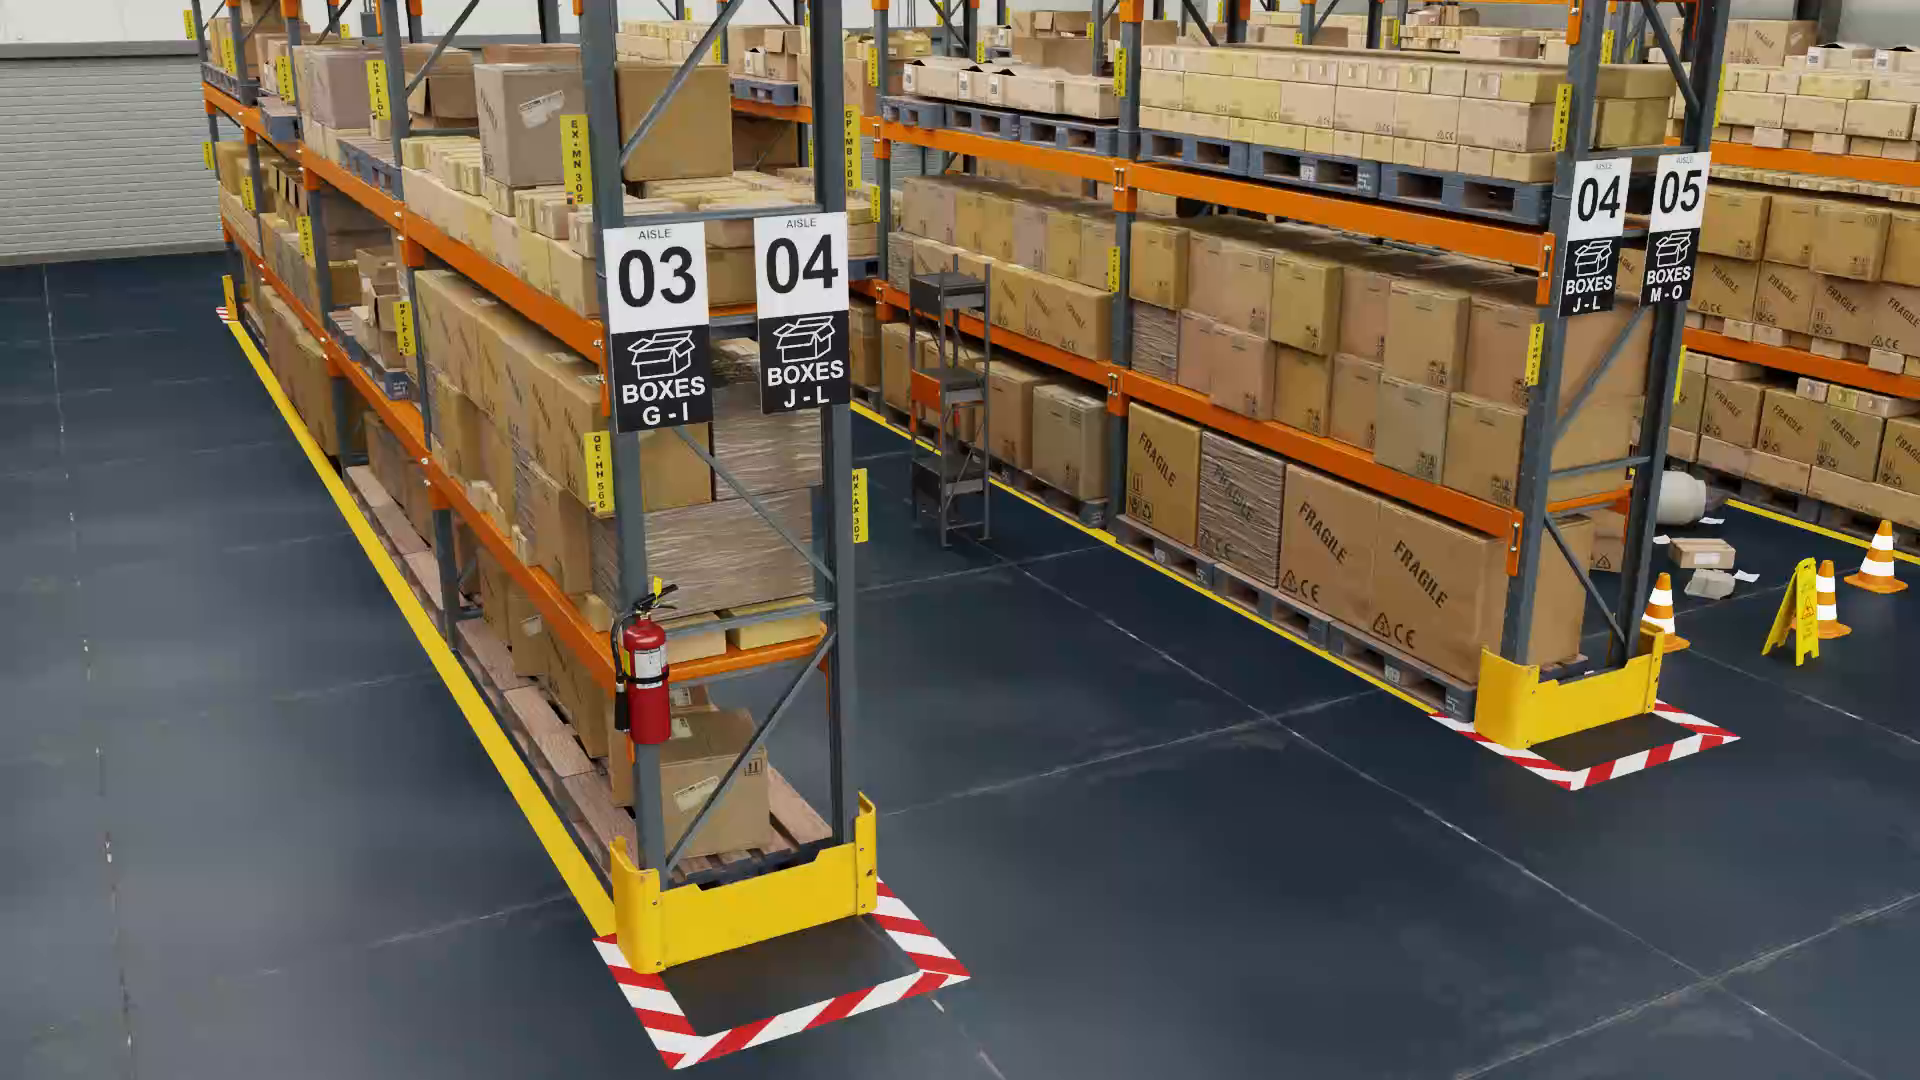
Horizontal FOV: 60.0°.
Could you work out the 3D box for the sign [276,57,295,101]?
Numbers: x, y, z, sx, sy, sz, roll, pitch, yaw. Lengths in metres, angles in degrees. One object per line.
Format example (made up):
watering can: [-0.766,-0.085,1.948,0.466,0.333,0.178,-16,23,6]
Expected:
sign: [-5.212,-3.563,12.847,0.100,0.325,0.005,-10,21,-27]

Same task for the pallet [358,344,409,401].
pallet: [-3.744,-1.295,12.079,1.003,0.211,1.213,-10,21,-27]

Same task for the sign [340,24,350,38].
sign: [-6.146,-4.993,16.630,0.100,0.325,0.005,-10,21,-27]

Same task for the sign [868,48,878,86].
sign: [-0.785,-4.265,15.003,0.100,0.325,0.005,-10,21,-27]

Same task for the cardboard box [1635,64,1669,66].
cardboard box: [5.764,-3.869,13.810,0.380,0.149,0.250,-10,22,-28]

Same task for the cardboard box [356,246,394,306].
cardboard box: [-4.428,-2.044,13.160,0.500,0.500,0.500,-13,23,-33]

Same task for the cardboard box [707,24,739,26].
cardboard box: [-2.849,-6.185,20.212,0.380,0.149,0.250,-11,22,-28]

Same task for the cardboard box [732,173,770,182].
cardboard box: [-2.286,-3.932,18.258,0.380,0.149,0.250,-9,21,-25]

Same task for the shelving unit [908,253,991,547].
shelving unit: [-0.079,-1.040,12.427,0.431,2.100,0.503,-10,21,-27]

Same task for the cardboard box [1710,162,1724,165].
cardboard box: [8.993,-4.402,19.643,0.380,0.149,0.250,-10,21,-27]

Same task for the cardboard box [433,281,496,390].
cardboard box: [-2.591,-1.148,9.216,0.500,0.500,0.500,-10,21,-27]

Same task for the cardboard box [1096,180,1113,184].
cardboard box: [2.063,-4.626,20.902,0.500,0.250,0.500,-11,22,-28]

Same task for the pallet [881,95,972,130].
pallet: [0.046,-3.838,14.848,1.213,0.211,1.003,-9,21,-24]

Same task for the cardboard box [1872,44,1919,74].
cardboard box: [9.710,-4.895,16.961,0.500,0.311,0.500,-11,22,-28]

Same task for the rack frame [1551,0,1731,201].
rack frame: [3.492,-3.226,8.184,1.000,3.000,0.127,-10,21,-27]

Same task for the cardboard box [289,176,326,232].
cardboard box: [-5.684,-3.060,15.210,0.797,0.503,0.637,-9,21,-25]

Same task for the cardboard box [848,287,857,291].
cardboard box: [-1.339,-2.505,17.331,0.500,0.250,0.500,-9,21,-25]

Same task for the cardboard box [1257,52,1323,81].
cardboard box: [2.072,-2.938,10.314,0.380,0.149,0.250,-10,21,-27]

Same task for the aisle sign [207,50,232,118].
aisle sign: [-8.817,-5.447,19.832,0.394,0.787,0.004,-10,21,-27]

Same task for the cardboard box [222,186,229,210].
cardboard box: [-8.276,-3.986,19.357,0.500,0.250,0.500,-10,22,-27]

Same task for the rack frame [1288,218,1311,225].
rack frame: [4.002,-3.482,18.124,1.000,3.000,0.127,-10,21,-27]

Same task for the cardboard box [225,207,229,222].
cardboard box: [-8.395,-3.825,19.503,0.380,0.149,0.250,-11,22,-28]

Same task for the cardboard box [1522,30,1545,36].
cardboard box: [7.329,-6.354,21.010,0.380,0.149,0.250,-10,21,-26]

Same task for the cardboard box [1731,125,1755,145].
cardboard box: [6.324,-3.211,13.126,0.380,0.149,0.250,-11,22,-28]

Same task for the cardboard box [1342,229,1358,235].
cardboard box: [4.187,-3.268,17.244,0.380,0.149,0.250,-12,22,-30]

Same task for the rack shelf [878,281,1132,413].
rack shelf: [0.643,-1.772,14.272,1.077,0.370,4.000,-10,21,-27]

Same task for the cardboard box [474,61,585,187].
cardboard box: [-1.879,-1.899,7.561,0.500,0.500,0.500,-10,21,-27]

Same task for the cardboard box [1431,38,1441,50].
cardboard box: [6.560,-6.661,22.325,0.380,0.149,0.250,-10,21,-26]

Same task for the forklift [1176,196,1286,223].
forklift: [2.772,-2.552,15.533,1.130,2.935,3.031,-12,22,-31]

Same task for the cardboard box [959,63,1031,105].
cardboard box: [0.325,-3.775,13.714,0.500,0.311,0.500,-10,22,-28]

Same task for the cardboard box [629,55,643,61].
cardboard box: [-3.871,-6.010,21.080,0.500,0.250,0.500,-9,21,-25]

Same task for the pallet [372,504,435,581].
pallet: [-3.775,-0.055,12.466,1.003,0.211,1.213,-10,21,-27]

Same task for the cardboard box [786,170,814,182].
cardboard box: [-1.715,-4.034,18.552,0.380,0.149,0.250,-11,22,-28]

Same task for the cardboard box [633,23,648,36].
cardboard box: [-3.867,-6.392,20.809,0.380,0.149,0.250,-10,21,-26]

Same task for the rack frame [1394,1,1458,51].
rack frame: [6.469,-8.236,22.705,1.000,3.000,0.127,-10,21,-27]

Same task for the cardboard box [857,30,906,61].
cardboard box: [-0.727,-4.589,15.408,0.396,0.266,0.258,-10,21,-27]

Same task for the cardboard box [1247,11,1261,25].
cardboard box: [4.559,-8.106,25.934,0.500,0.250,0.500,-10,22,-27]

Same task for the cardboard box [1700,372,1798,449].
cardboard box: [6.453,-1.075,13.570,0.500,0.500,0.500,-9,21,-24]

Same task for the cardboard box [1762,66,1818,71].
cardboard box: [6.718,-3.747,13.457,0.380,0.149,0.250,-9,21,-25]

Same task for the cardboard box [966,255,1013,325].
cardboard box: [0.387,-2.129,14.050,0.500,0.500,0.500,-10,22,-27]

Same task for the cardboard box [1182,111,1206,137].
cardboard box: [1.708,-2.780,11.079,0.380,0.149,0.250,-10,21,-27]

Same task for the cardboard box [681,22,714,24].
cardboard box: [-3.315,-6.486,21.084,0.380,0.149,0.250,-10,21,-26]

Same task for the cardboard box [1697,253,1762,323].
cardboard box: [6.351,-2.066,13.410,0.500,0.500,0.500,-10,21,-27]

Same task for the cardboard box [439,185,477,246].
cardboard box: [-2.350,-1.682,8.538,0.500,0.250,0.500,-11,22,-29]

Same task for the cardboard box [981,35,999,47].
cardboard box: [0.517,-6.976,23.238,0.380,0.149,0.250,-9,21,-25]

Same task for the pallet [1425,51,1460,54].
pallet: [6.717,-6.531,22.650,1.213,0.211,1.003,-10,21,-27]

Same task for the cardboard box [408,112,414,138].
cardboard box: [-3.355,-2.606,10.549,0.396,0.266,0.258,-9,21,-25]

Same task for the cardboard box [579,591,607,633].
cardboard box: [-1.520,0.283,7.599,0.380,0.149,0.250,-10,21,-27]

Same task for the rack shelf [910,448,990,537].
rack shelf: [-0.079,-0.365,12.659,0.431,0.518,0.480,-10,21,-27]

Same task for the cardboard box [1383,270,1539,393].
cardboard box: [3.008,-1.227,9.704,0.875,0.550,0.550,-10,21,-27]

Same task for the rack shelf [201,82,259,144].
rack shelf: [-7.569,-4.747,18.295,1.077,0.370,4.000,-10,21,-27]

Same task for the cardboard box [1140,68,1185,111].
cardboard box: [1.579,-3.088,11.360,0.500,0.250,0.500,-10,21,-26]

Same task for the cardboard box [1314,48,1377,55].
cardboard box: [2.529,-3.114,10.824,0.380,0.149,0.250,-10,21,-26]

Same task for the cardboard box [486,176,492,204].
cardboard box: [-2.028,-1.678,7.916,0.380,0.149,0.250,-11,22,-29]

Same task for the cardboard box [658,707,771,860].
cardboard box: [-1.203,1.151,7.887,0.500,0.500,0.500,-6,20,-17]
